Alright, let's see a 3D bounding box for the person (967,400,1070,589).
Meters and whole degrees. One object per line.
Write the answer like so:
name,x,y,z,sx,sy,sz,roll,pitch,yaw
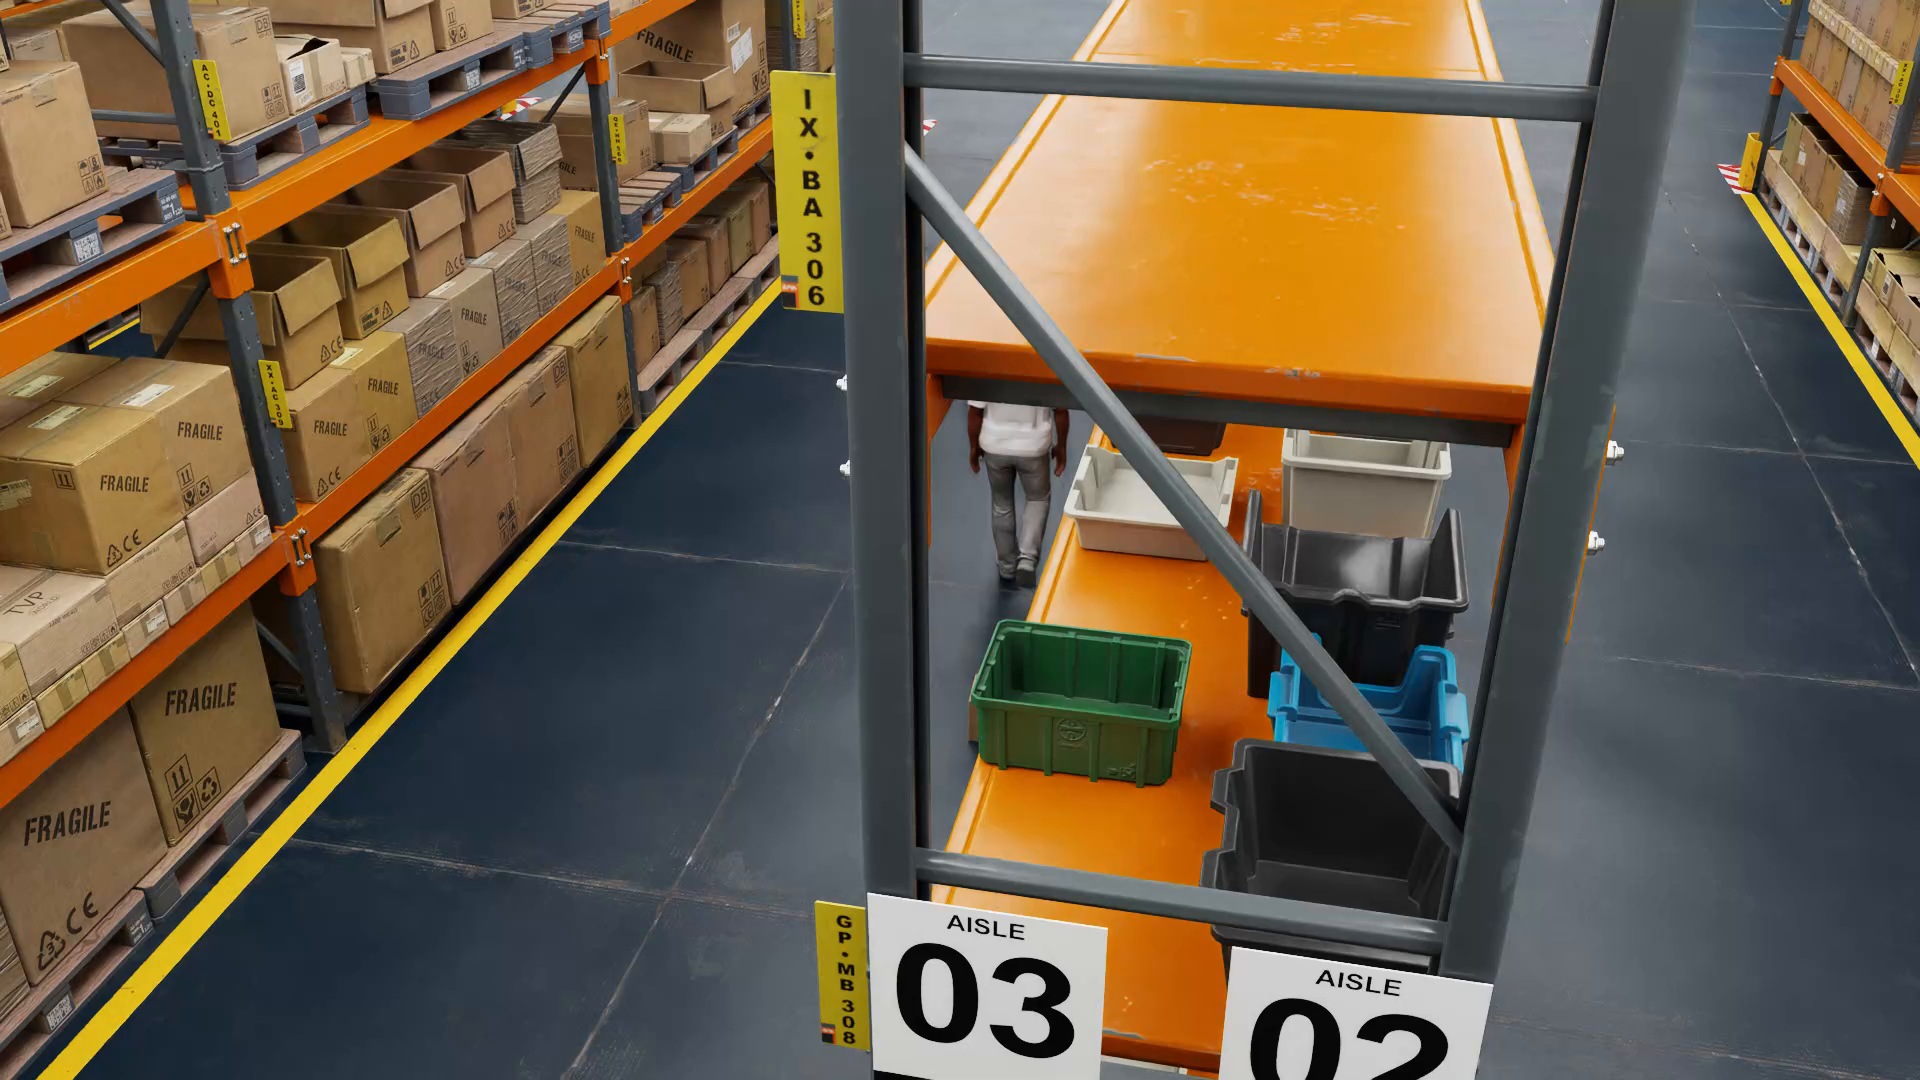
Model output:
person,0.329,-0.513,9.498,0.582,1.754,0.683,2,29,4
